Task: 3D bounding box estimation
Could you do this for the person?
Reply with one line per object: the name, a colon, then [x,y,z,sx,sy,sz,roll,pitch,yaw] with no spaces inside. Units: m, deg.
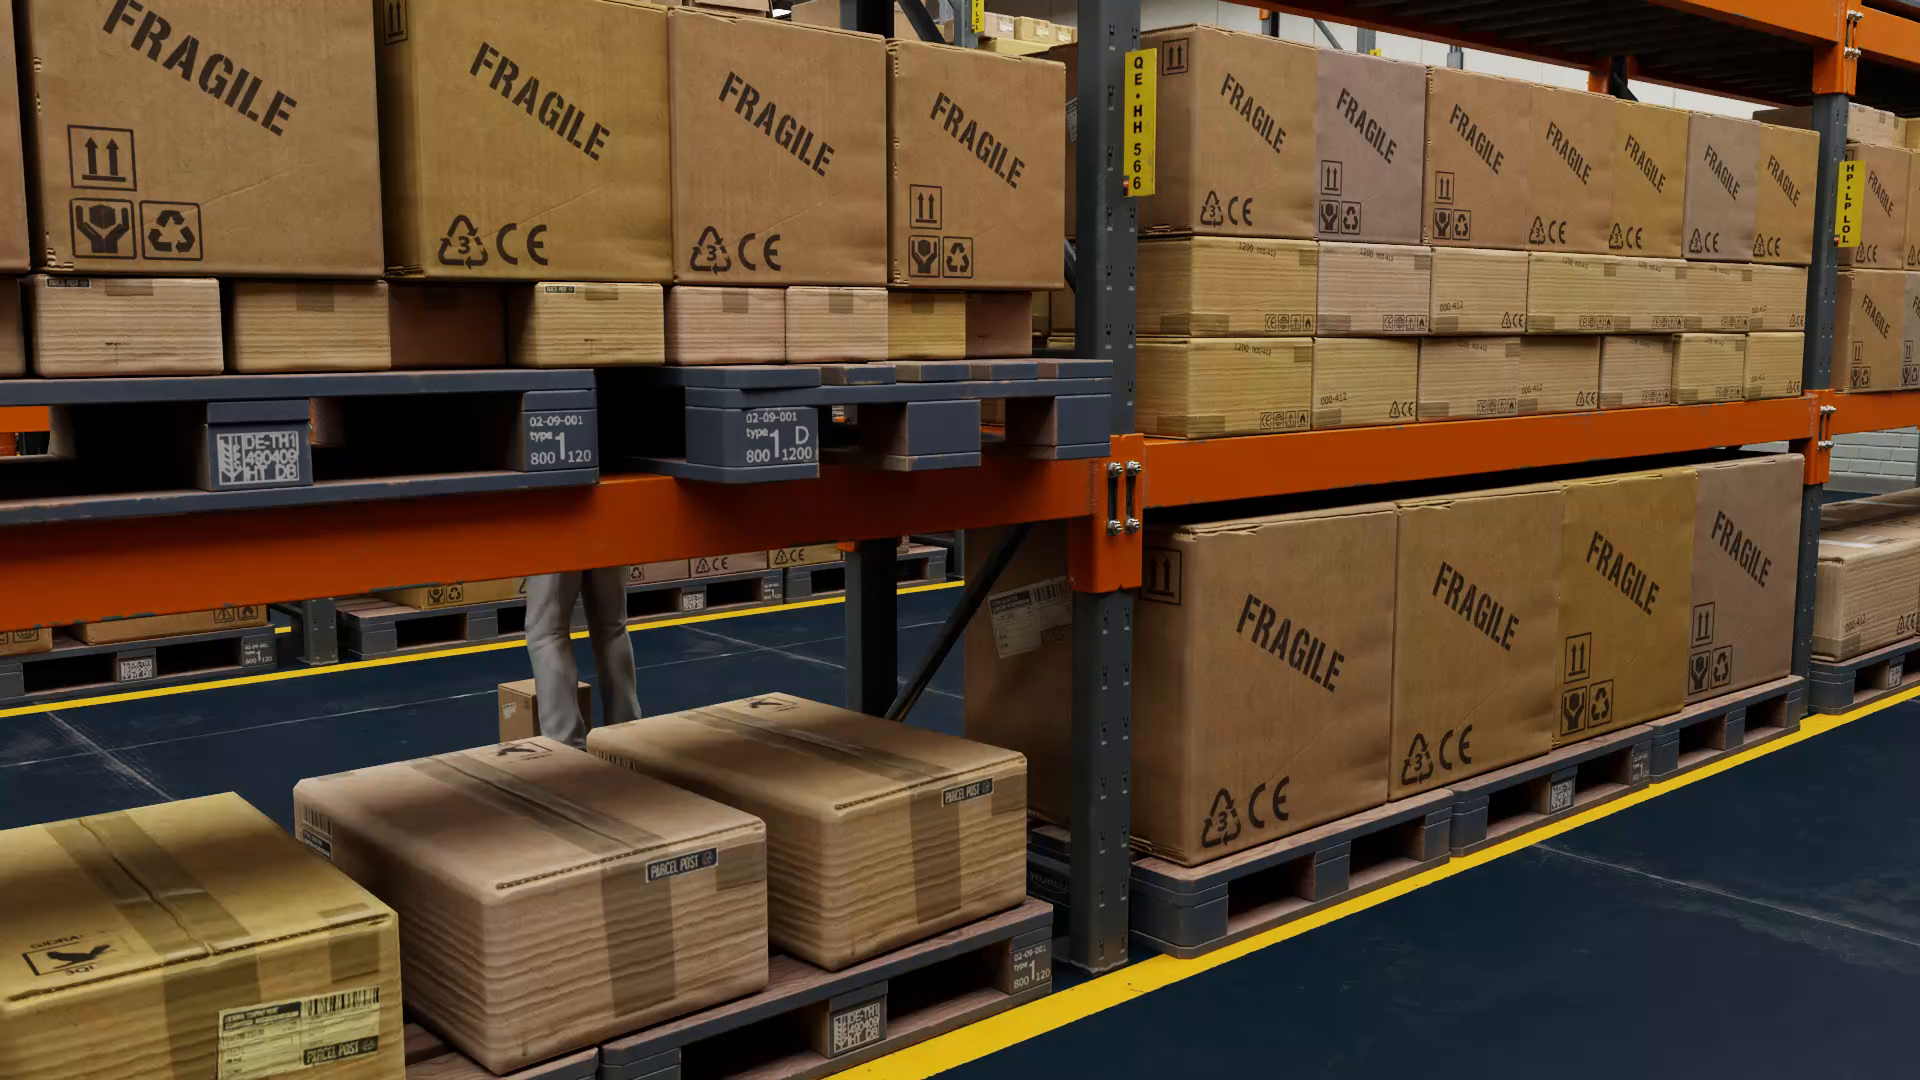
person: [-1.376,-0.019,5.940,0.503,1.673,0.349,-7,10,-42]
